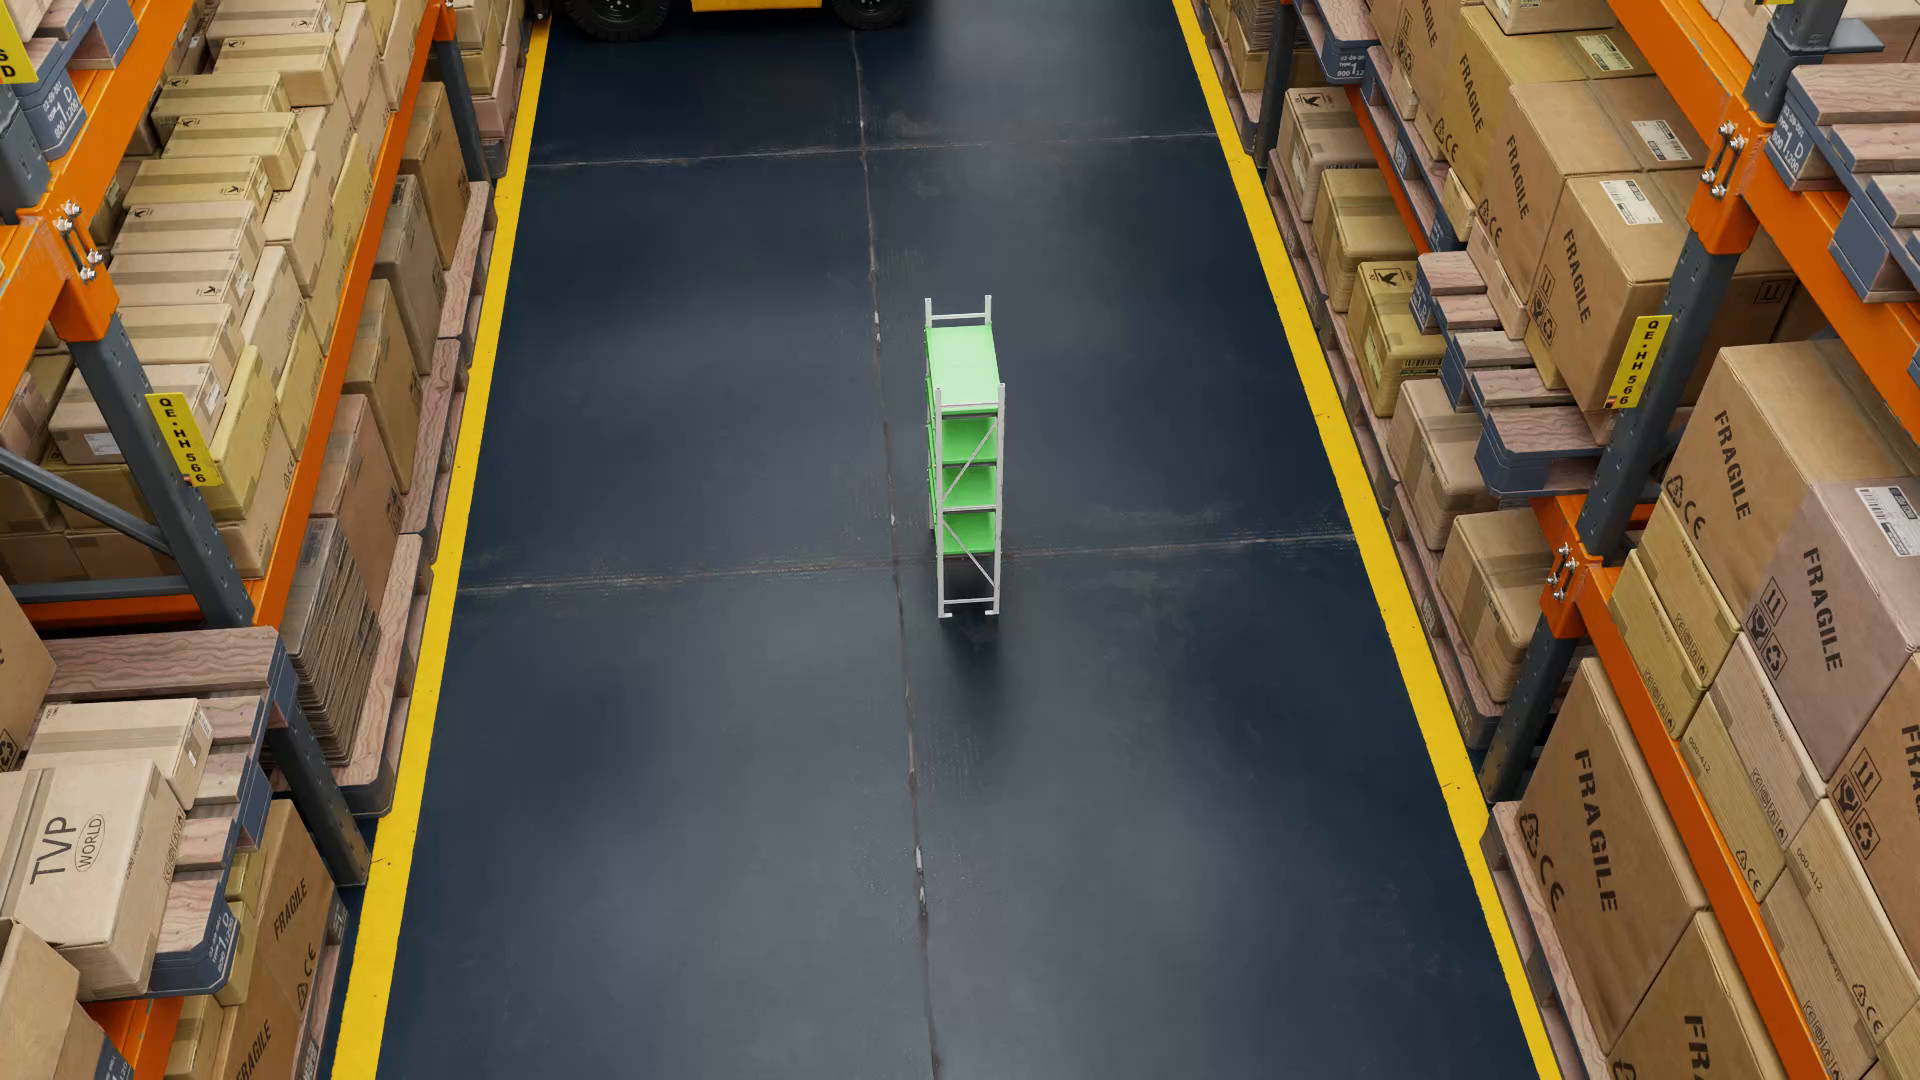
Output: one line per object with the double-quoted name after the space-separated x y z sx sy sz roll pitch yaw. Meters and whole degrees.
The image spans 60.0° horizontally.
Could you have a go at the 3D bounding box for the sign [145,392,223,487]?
-2.017 -0.257 4.321 0.100 0.325 0.005 -3 47 -3 "sign"

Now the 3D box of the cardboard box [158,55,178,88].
-2.995 -1.625 5.844 0.380 0.149 0.250 -3 47 -3 "cardboard box"

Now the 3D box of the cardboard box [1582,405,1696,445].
2.127 -0.432 5.113 0.380 0.149 0.250 -2 47 -2 "cardboard box"

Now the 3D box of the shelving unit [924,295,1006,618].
0.014 -0.293 6.337 0.258 1.200 0.503 -3 47 -3 "shelving unit"

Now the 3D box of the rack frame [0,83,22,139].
-2.557 -1.910 2.497 1.000 3.000 0.127 -3 47 -3 "rack frame"

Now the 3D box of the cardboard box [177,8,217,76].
-3.041 -1.742 6.229 0.500 0.250 0.500 -5 47 -4 "cardboard box"

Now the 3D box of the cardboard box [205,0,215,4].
-3.044 -2.169 6.359 0.380 0.149 0.250 -4 47 -4 "cardboard box"

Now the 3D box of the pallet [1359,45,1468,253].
2.183 -1.515 6.387 1.003 0.211 1.213 -3 47 -3 "pallet"

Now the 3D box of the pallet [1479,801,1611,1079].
2.380 1.383 5.431 1.003 0.211 1.213 -3 47 -3 "pallet"

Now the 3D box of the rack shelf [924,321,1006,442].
0.014 -0.579 6.035 0.258 0.148 0.480 -3 47 -3 "rack shelf"

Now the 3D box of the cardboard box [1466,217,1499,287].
1.954 -0.984 5.636 0.380 0.149 0.250 -5 47 -5 "cardboard box"

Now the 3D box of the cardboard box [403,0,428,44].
-2.589 -2.340 7.140 0.500 0.250 0.500 -3 47 -2 "cardboard box"

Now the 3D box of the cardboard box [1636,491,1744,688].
2.185 0.110 4.475 0.500 0.250 0.500 -4 47 -4 "cardboard box"

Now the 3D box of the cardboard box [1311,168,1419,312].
2.164 -1.387 7.654 0.950 0.372 0.625 -1 47 -1 "cardboard box"

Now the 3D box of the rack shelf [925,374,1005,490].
0.014 -0.414 6.210 0.258 0.148 0.480 -3 47 -3 "rack shelf"

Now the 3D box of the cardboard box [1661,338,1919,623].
2.187 -0.158 4.212 0.500 0.500 0.500 -5 47 -5 "cardboard box"

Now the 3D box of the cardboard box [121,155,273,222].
-2.446 -1.098 5.345 0.380 0.149 0.250 -3 47 -3 "cardboard box"

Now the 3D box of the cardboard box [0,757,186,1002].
-2.146 0.804 3.873 0.500 0.250 0.500 -5 47 -5 "cardboard box"

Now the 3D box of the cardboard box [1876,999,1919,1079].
2.286 1.213 3.430 0.500 0.250 0.500 -3 47 -3 "cardboard box"

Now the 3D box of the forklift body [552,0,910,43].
-1.250 -4.082 9.271 2.313 2.155 1.214 -3 47 -3 "forklift body"

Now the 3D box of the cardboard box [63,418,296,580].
-2.350 -0.131 5.048 0.500 0.250 0.500 -3 47 -3 "cardboard box"

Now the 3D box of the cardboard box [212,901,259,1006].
-2.209 1.183 4.686 0.380 0.149 0.250 -6 47 -5 "cardboard box"

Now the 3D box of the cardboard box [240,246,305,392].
-2.391 -0.665 5.210 0.500 0.250 0.500 -2 47 -2 "cardboard box"

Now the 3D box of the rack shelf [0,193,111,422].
-2.389 0.816 2.477 1.077 0.370 4.000 -3 47 -3 "rack shelf"

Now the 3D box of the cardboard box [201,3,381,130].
-2.508 -1.779 6.265 0.500 0.250 0.500 -3 47 -3 "cardboard box"

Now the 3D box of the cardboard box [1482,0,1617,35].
1.971 -1.822 5.536 0.380 0.149 0.250 -6 47 -5 "cardboard box"

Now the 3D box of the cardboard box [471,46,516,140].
-2.602 -2.310 8.613 0.500 0.250 0.500 -3 47 -3 "cardboard box"

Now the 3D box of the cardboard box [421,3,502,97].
-2.625 -2.480 8.430 0.500 0.250 0.500 -4 47 -3 "cardboard box"

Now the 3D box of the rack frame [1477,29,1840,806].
2.389 -0.151 4.964 1.000 3.000 0.127 -3 47 -3 "rack frame"

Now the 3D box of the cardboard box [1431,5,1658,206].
1.976 -1.483 5.662 0.500 0.500 0.500 -6 47 -6 "cardboard box"

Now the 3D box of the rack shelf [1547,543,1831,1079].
2.557 1.543 3.854 1.077 0.370 4.000 -3 47 -3 "rack shelf"

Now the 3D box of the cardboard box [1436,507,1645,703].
2.352 0.199 6.153 0.950 0.372 0.625 -6 47 -6 "cardboard box"

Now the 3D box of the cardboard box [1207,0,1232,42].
1.682 -3.040 9.304 0.500 0.250 0.500 -5 47 -4 "cardboard box"

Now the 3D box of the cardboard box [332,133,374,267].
-2.479 -1.243 6.101 0.500 0.250 0.500 -2 47 -2 "cardboard box"

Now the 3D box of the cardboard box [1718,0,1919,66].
2.154 -1.311 4.169 0.380 0.149 0.250 -3 47 -3 "cardboard box"

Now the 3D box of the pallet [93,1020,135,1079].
-2.389 1.626 3.413 1.003 0.211 1.213 -3 47 -3 "pallet"

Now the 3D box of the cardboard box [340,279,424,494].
-2.714 -0.586 6.722 0.875 0.625 0.625 -5 47 -5 "cardboard box"

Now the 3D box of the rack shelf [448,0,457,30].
-3.059 -3.940 9.048 1.077 0.370 4.000 -3 47 -3 "rack shelf"

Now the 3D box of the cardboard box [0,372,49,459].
-2.786 -0.327 4.615 0.380 0.149 0.250 -2 47 -2 "cardboard box"

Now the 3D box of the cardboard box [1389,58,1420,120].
1.867 -1.739 6.352 0.380 0.149 0.250 -2 47 -2 "cardboard box"

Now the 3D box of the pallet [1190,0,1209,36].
1.858 -3.455 10.013 1.003 0.211 1.213 -3 47 -3 "pallet"

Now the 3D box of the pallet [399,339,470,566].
-2.686 -0.366 7.088 1.003 0.211 1.213 -3 47 -3 "pallet"

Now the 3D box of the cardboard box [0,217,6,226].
-2.970 -0.874 5.133 0.380 0.149 0.250 -4 47 -4 "cardboard box"

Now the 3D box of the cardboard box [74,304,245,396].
-2.314 -0.546 4.822 0.380 0.149 0.250 -3 47 -2 "cardboard box"

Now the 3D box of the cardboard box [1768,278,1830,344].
2.582 -0.772 4.988 0.500 0.500 0.500 -5 47 -4 "cardboard box"

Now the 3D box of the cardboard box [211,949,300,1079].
-2.276 1.524 4.809 0.500 0.500 0.500 -4 47 -4 "cardboard box"

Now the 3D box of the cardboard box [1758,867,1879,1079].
2.278 1.020 3.958 0.500 0.250 0.500 -2 47 -2 "cardboard box"

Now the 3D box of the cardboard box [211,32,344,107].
-2.406 -1.655 5.872 0.380 0.149 0.250 -5 47 -4 "cardboard box"

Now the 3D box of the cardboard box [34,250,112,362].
-2.916 -0.645 5.190 0.500 0.250 0.500 -3 47 -3 "cardboard box"

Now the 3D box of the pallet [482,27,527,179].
-2.916 -2.360 8.976 1.003 0.211 1.213 -3 47 -3 "pallet"

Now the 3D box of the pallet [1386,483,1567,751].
2.325 0.242 6.512 1.003 0.211 1.213 -3 47 -3 "pallet"
